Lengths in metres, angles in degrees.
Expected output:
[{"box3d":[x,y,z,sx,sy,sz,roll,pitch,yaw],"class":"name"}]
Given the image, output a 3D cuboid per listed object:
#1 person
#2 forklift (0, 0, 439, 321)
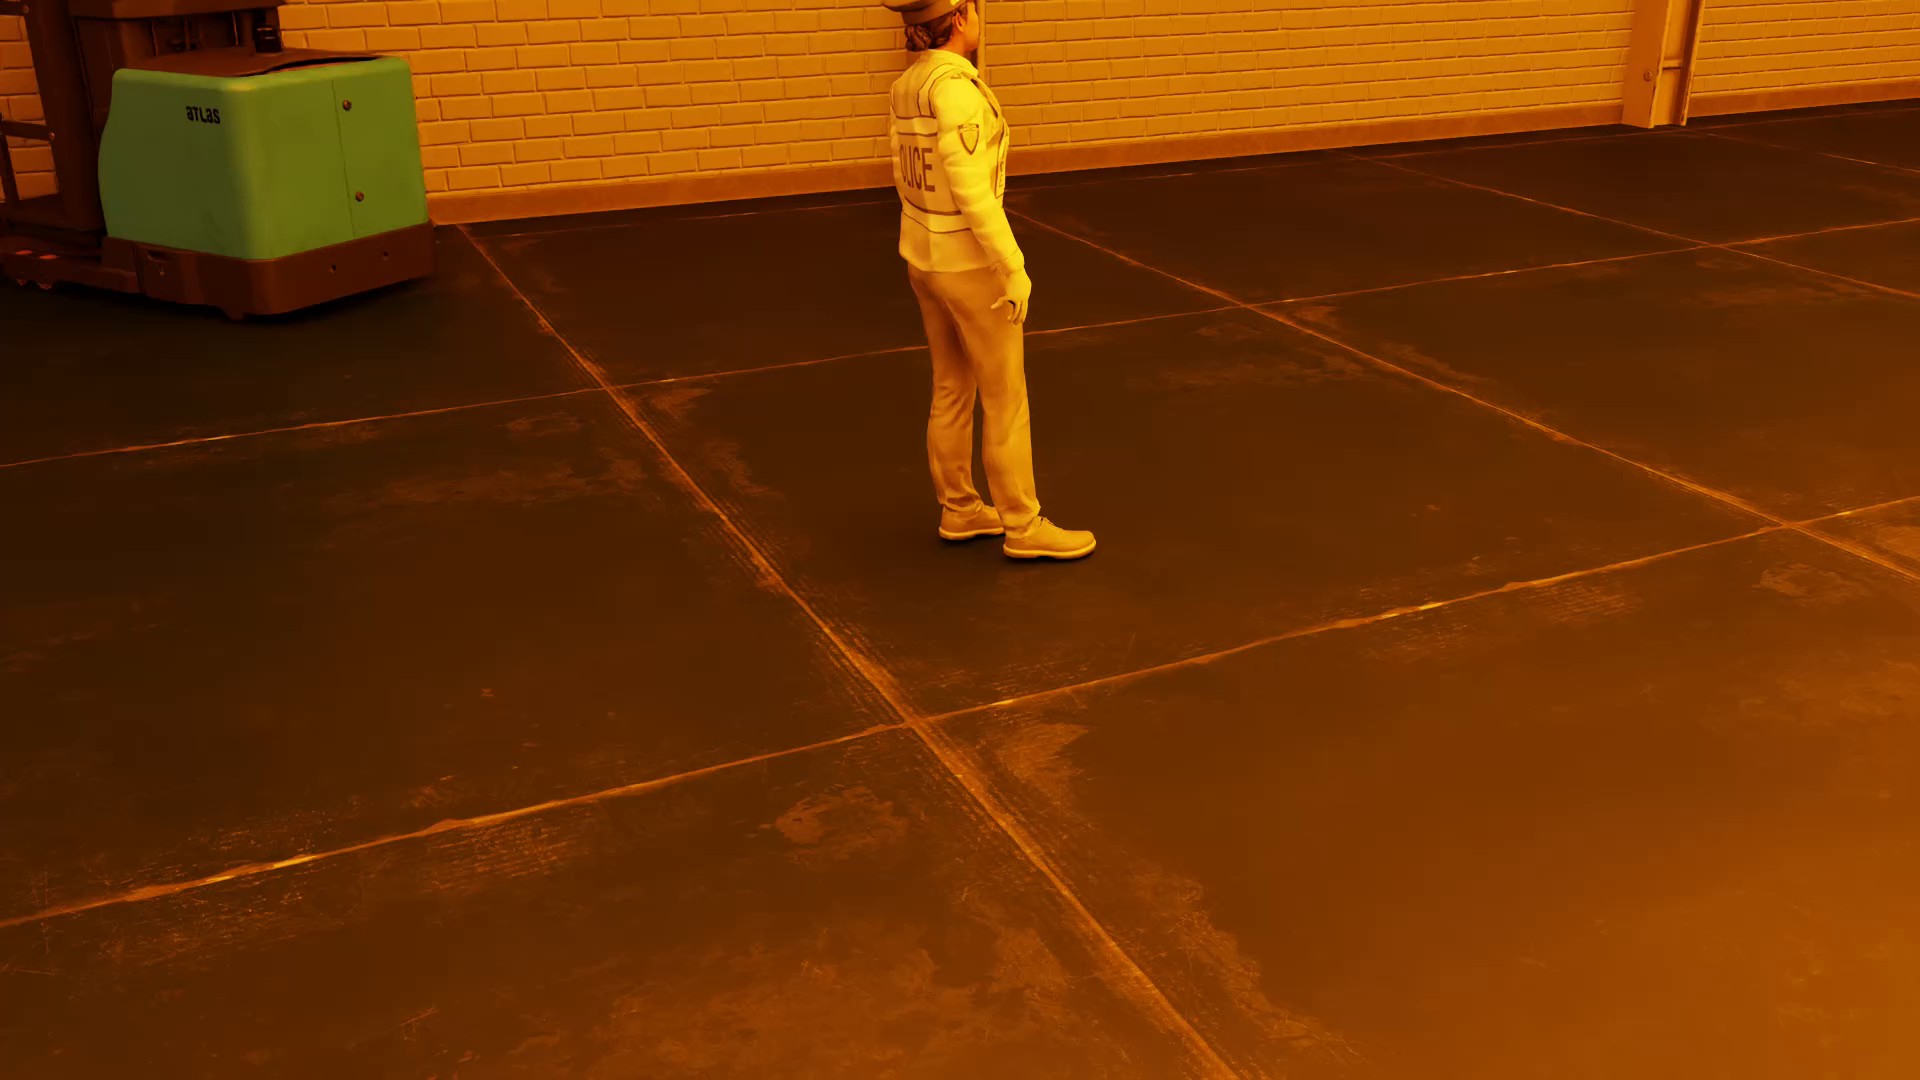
[{"box3d":[0.066,-0.798,4.800,0.530,1.694,0.586,-10,25,-23],"class":"person"},{"box3d":[-4.065,-2.722,7.839,3.031,2.935,1.130,12,26,27],"class":"forklift"}]
